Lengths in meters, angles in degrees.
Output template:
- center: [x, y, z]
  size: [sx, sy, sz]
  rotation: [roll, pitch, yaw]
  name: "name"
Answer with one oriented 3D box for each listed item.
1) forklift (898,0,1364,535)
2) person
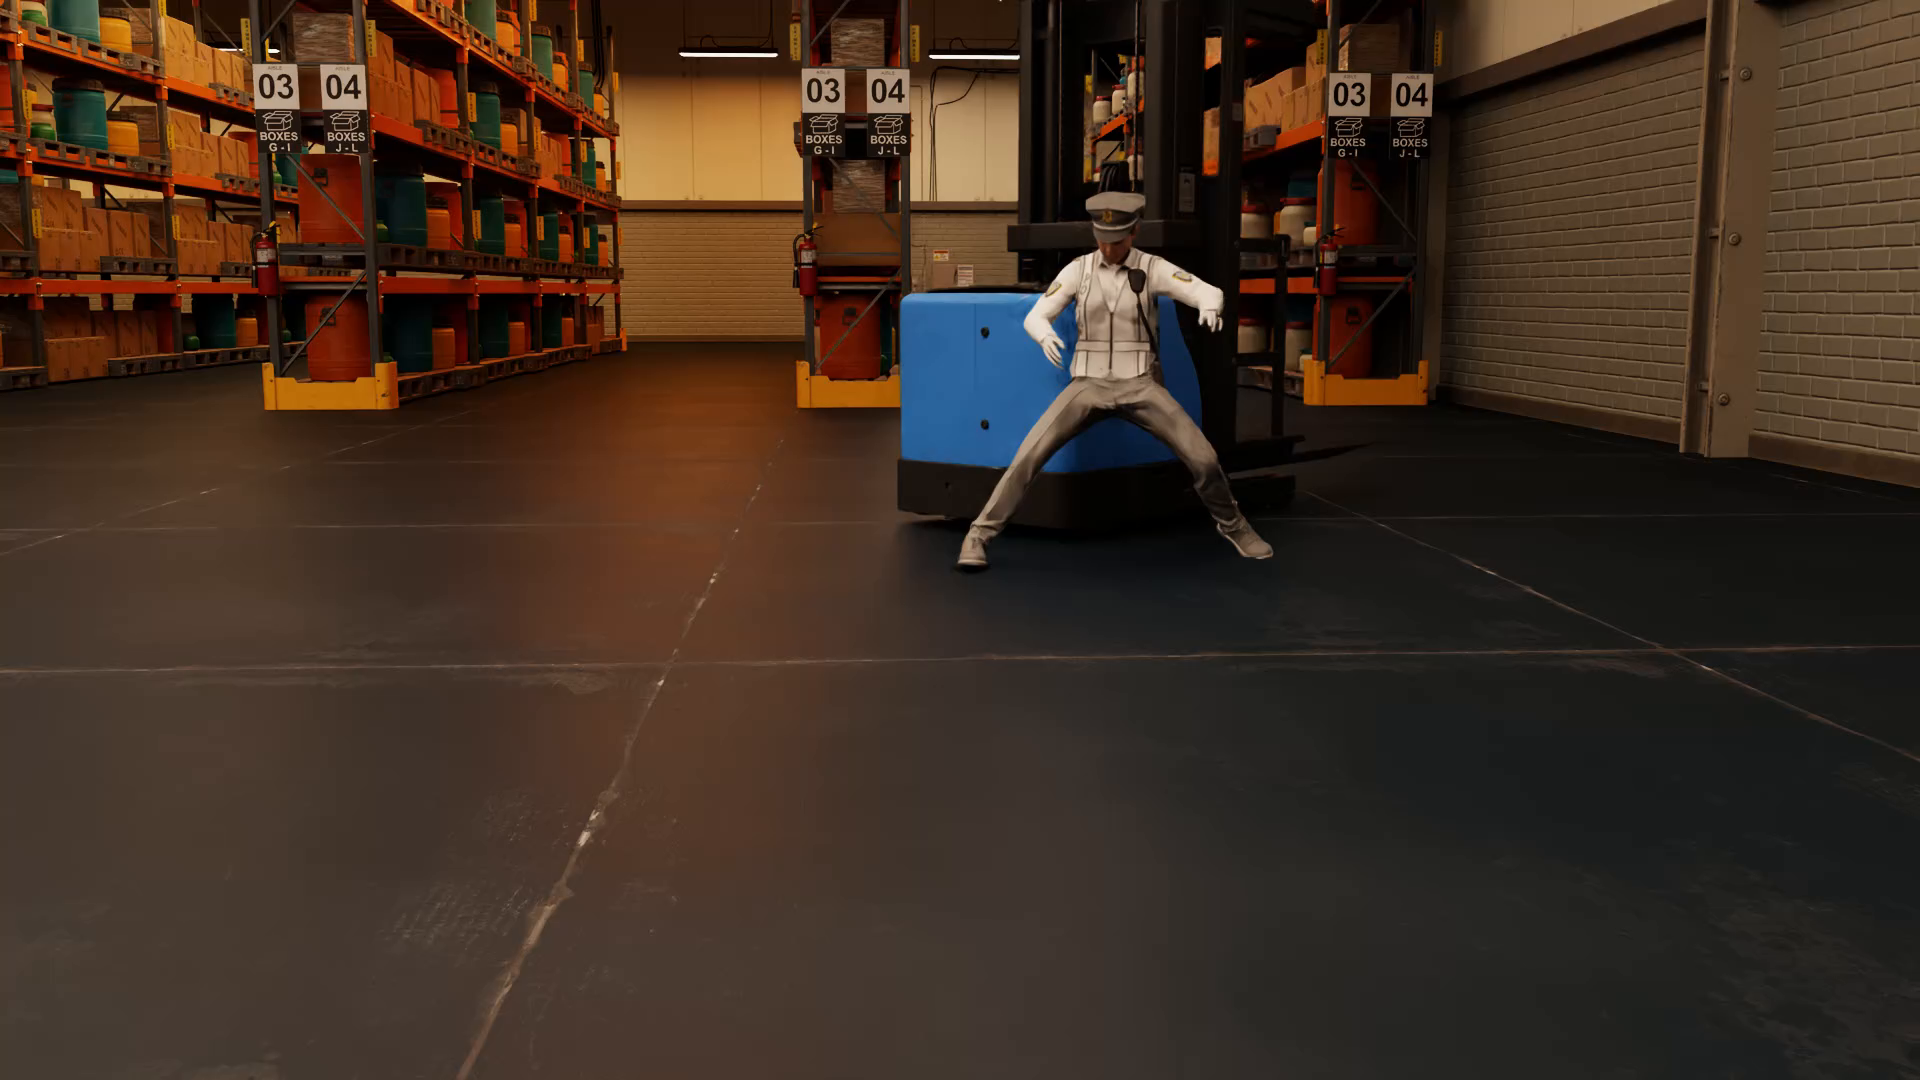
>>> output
- center: [1.056, -1.638, 8.366]
  size: [1.130, 2.935, 3.031]
  rotation: [7, 11, 41]
  name: "forklift"
- center: [0.635, -0.629, 6.591]
  size: [1.209, 1.489, 0.810]
  rotation: [2, 9, 13]
  name: "person"
